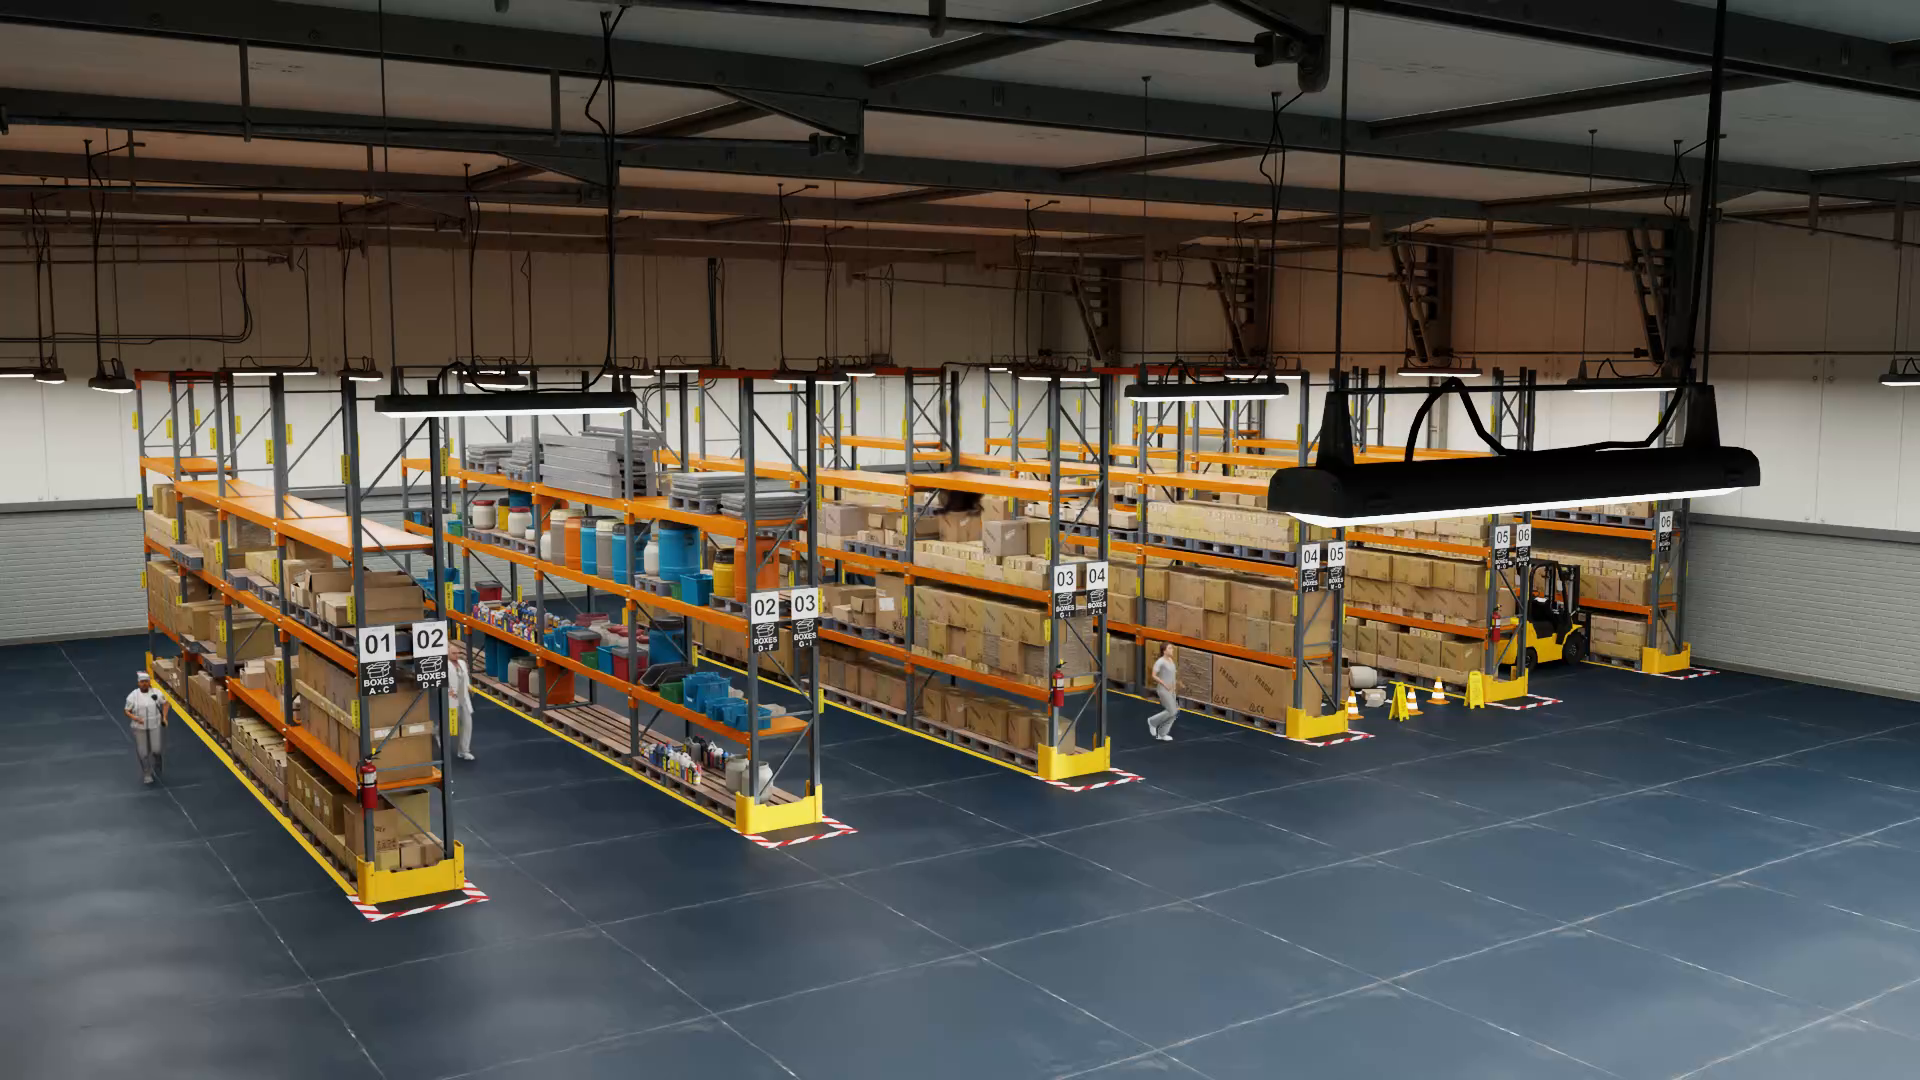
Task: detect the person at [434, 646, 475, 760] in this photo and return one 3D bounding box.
[{"bbox_3d":[-7.914,2.530,26.037,0.918,1.764,0.712,5,8,40],"label":"person"}]

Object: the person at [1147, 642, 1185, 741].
[{"bbox_3d":[3.357,2.462,27.138,0.554,1.623,0.548,4,8,34],"label":"person"}]

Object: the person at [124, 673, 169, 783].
[{"bbox_3d":[-11.950,2.770,24.475,0.599,1.628,0.531,-3,7,-27],"label":"person"}]

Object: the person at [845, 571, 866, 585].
[{"bbox_3d":[-2.782,0.623,43.357,0.530,1.599,0.873,4,8,33],"label":"person"}]
